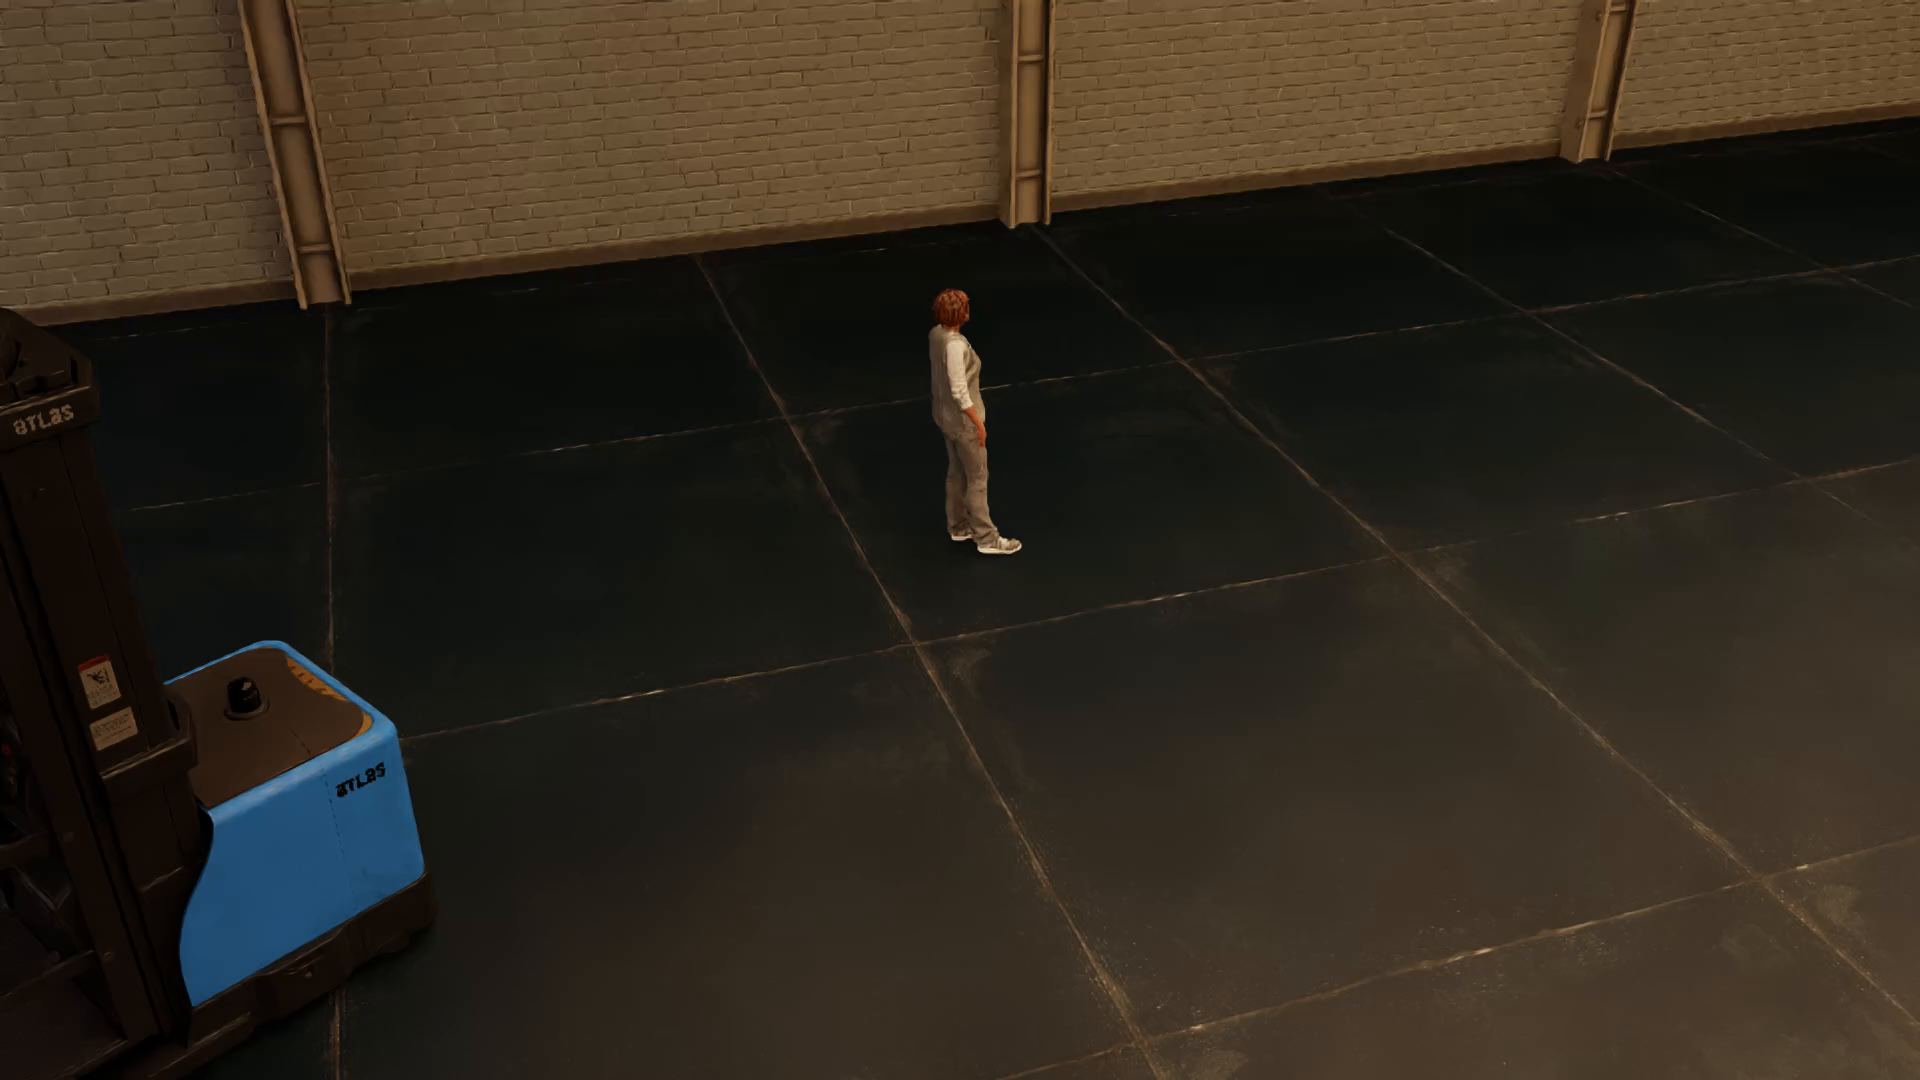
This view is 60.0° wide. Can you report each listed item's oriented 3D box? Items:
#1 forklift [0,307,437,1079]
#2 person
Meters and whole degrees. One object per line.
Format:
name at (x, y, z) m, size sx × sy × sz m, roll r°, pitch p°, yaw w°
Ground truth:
forklift at (-3.596, 0.772, 5.745) m, size 1.130 × 2.935 × 3.031 m, roll 24°, pitch 38°, yaw 36°
person at (0.075, -0.704, 9.633) m, size 0.474 × 1.597 × 0.521 m, roll -10°, pitch 31°, yaw -16°
